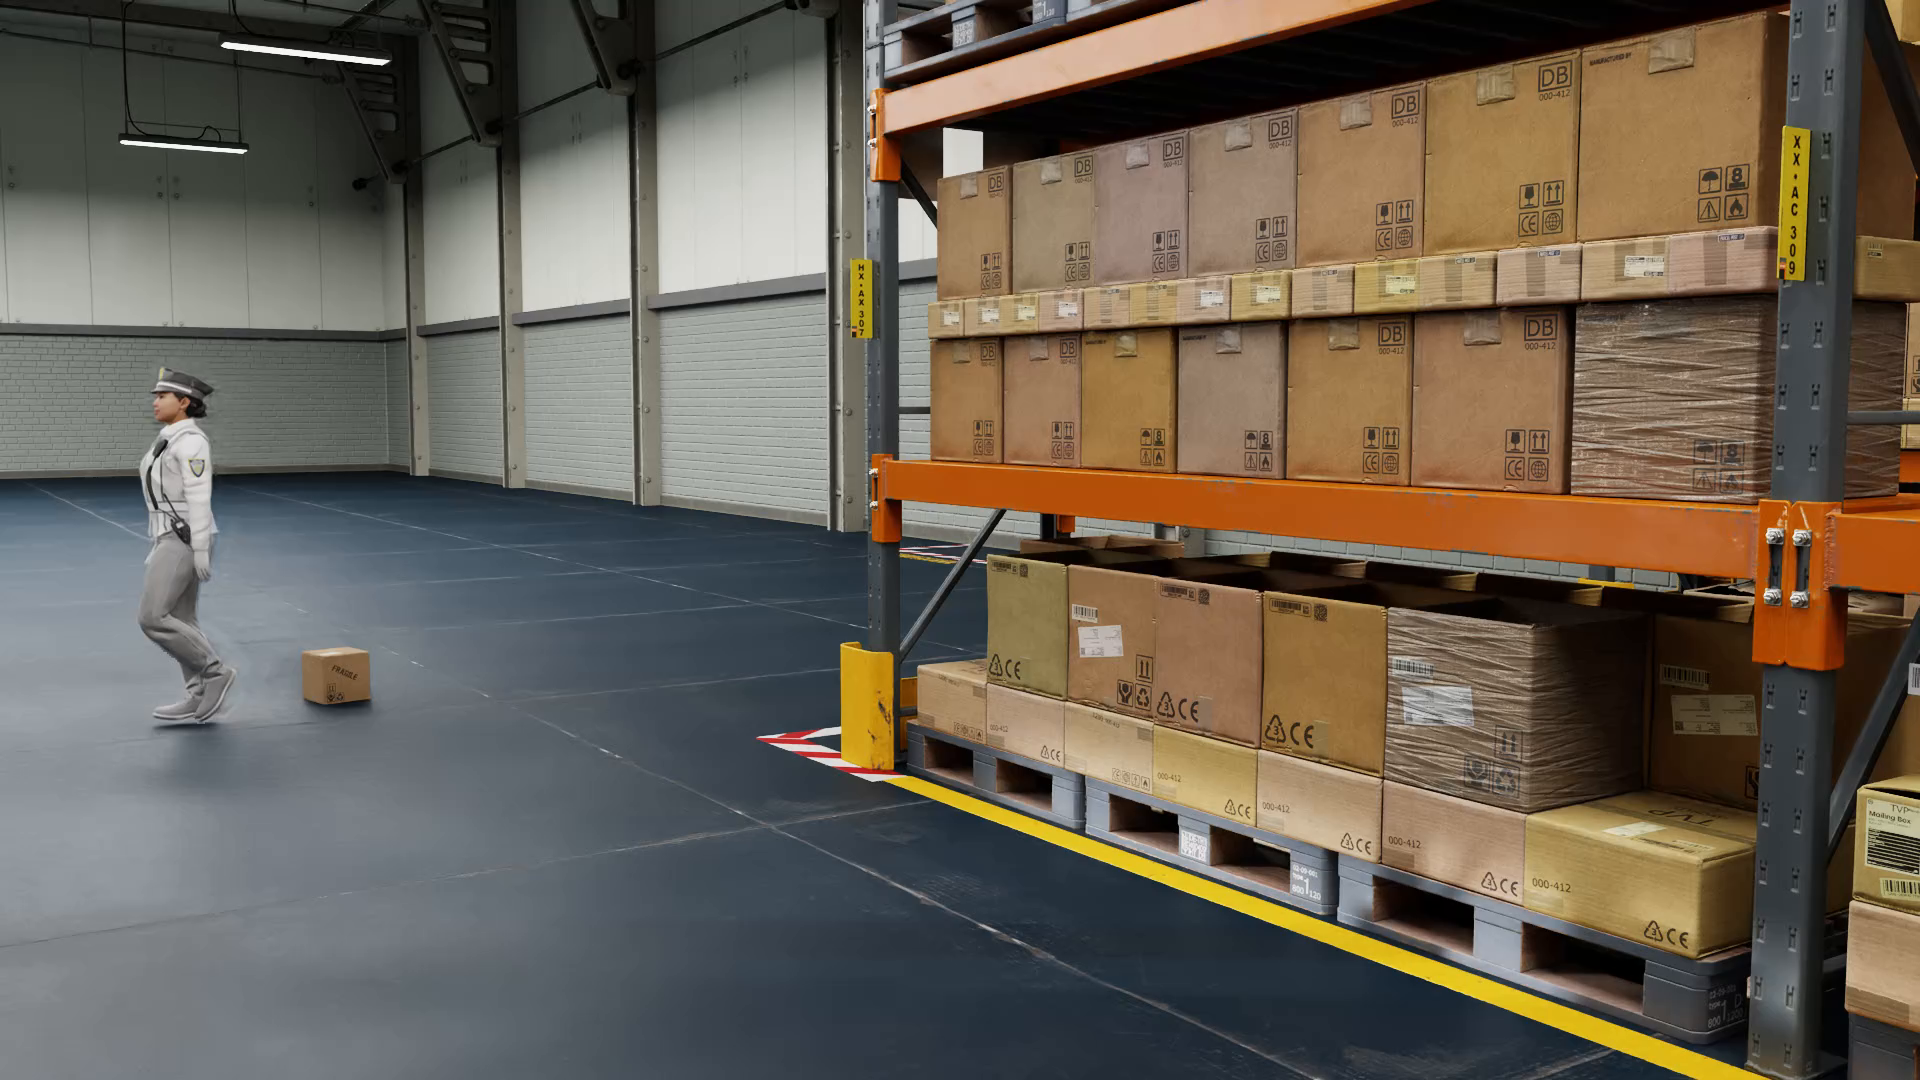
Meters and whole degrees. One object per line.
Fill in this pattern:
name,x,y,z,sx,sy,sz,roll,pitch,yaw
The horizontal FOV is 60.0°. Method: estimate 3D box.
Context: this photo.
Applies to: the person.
person,-3.731,0.021,7.926,0.411,1.689,0.477,-3,6,-34
